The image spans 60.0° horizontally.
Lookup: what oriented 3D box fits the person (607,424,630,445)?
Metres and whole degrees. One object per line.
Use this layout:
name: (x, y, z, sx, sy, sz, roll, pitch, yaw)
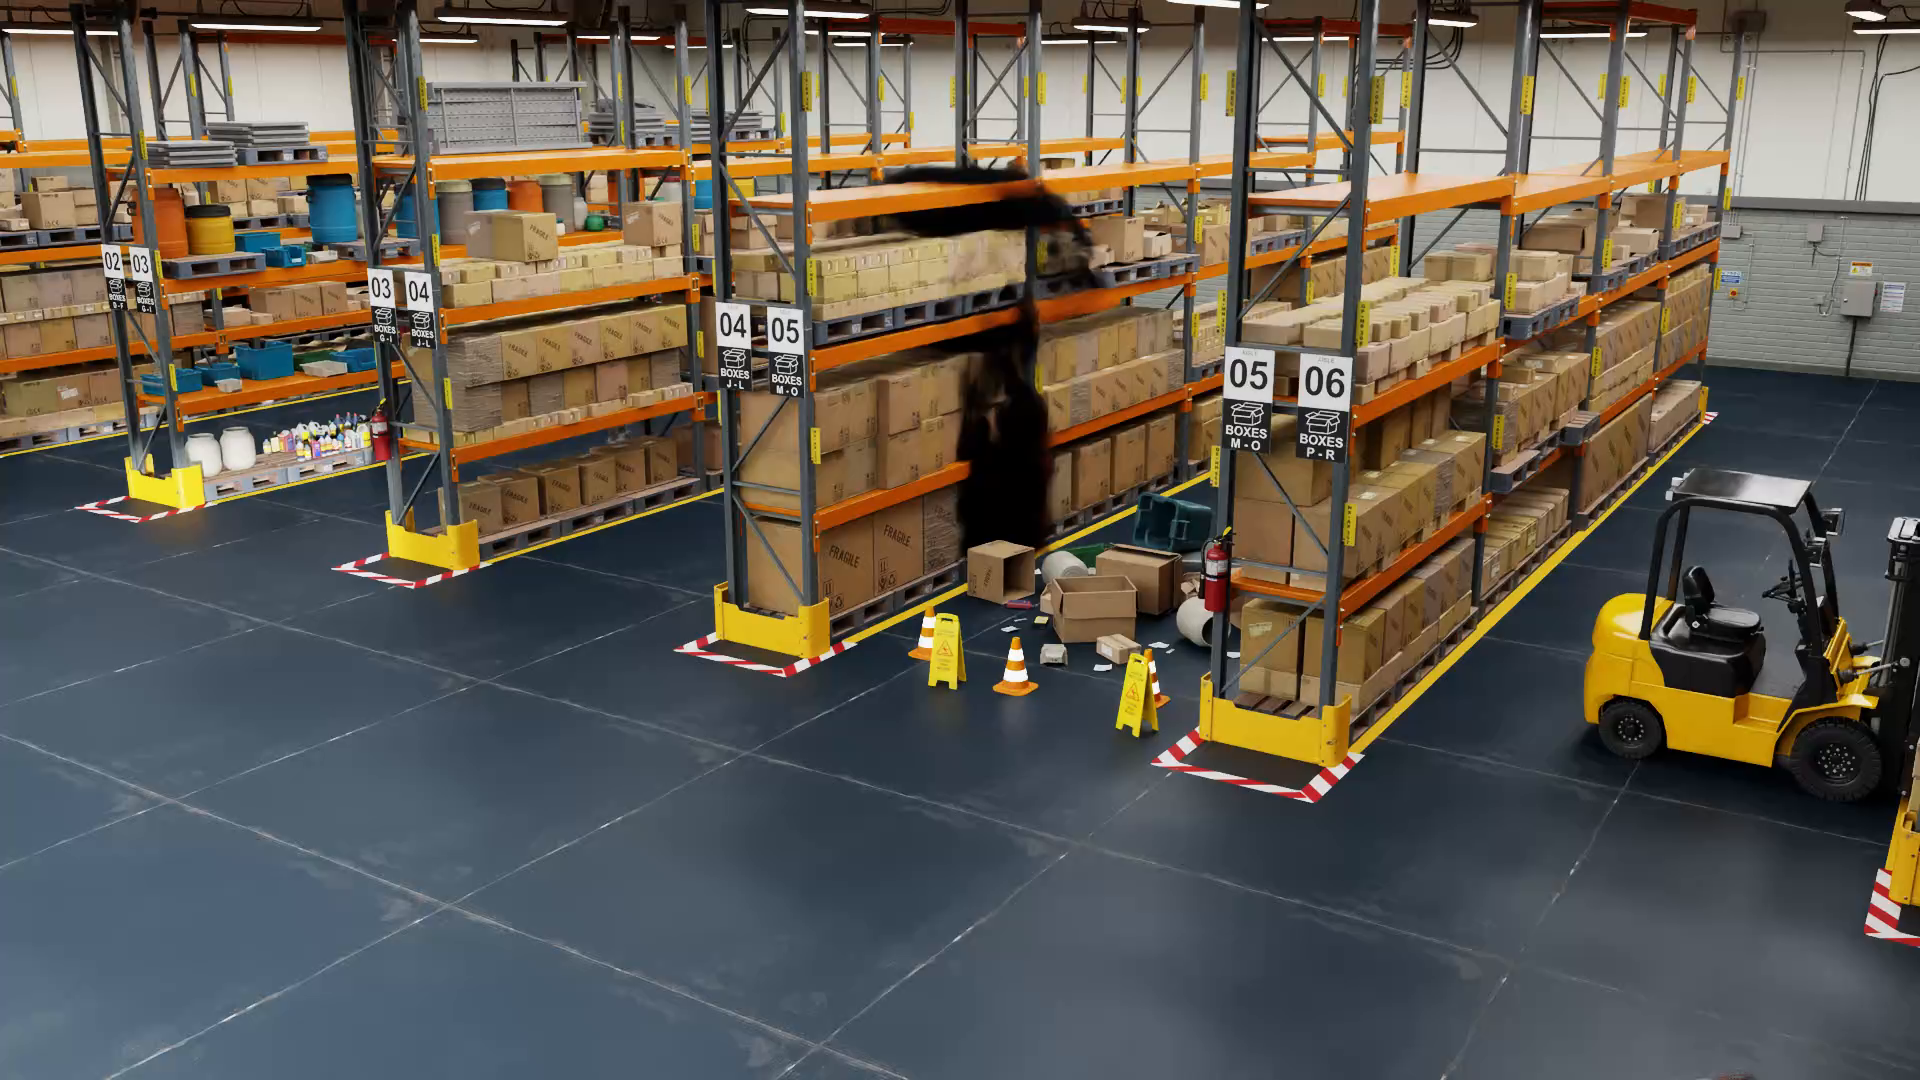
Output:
person: (-4.961, -2.136, 23.616, 0.676, 1.814, 0.788, 7, 17, 22)
